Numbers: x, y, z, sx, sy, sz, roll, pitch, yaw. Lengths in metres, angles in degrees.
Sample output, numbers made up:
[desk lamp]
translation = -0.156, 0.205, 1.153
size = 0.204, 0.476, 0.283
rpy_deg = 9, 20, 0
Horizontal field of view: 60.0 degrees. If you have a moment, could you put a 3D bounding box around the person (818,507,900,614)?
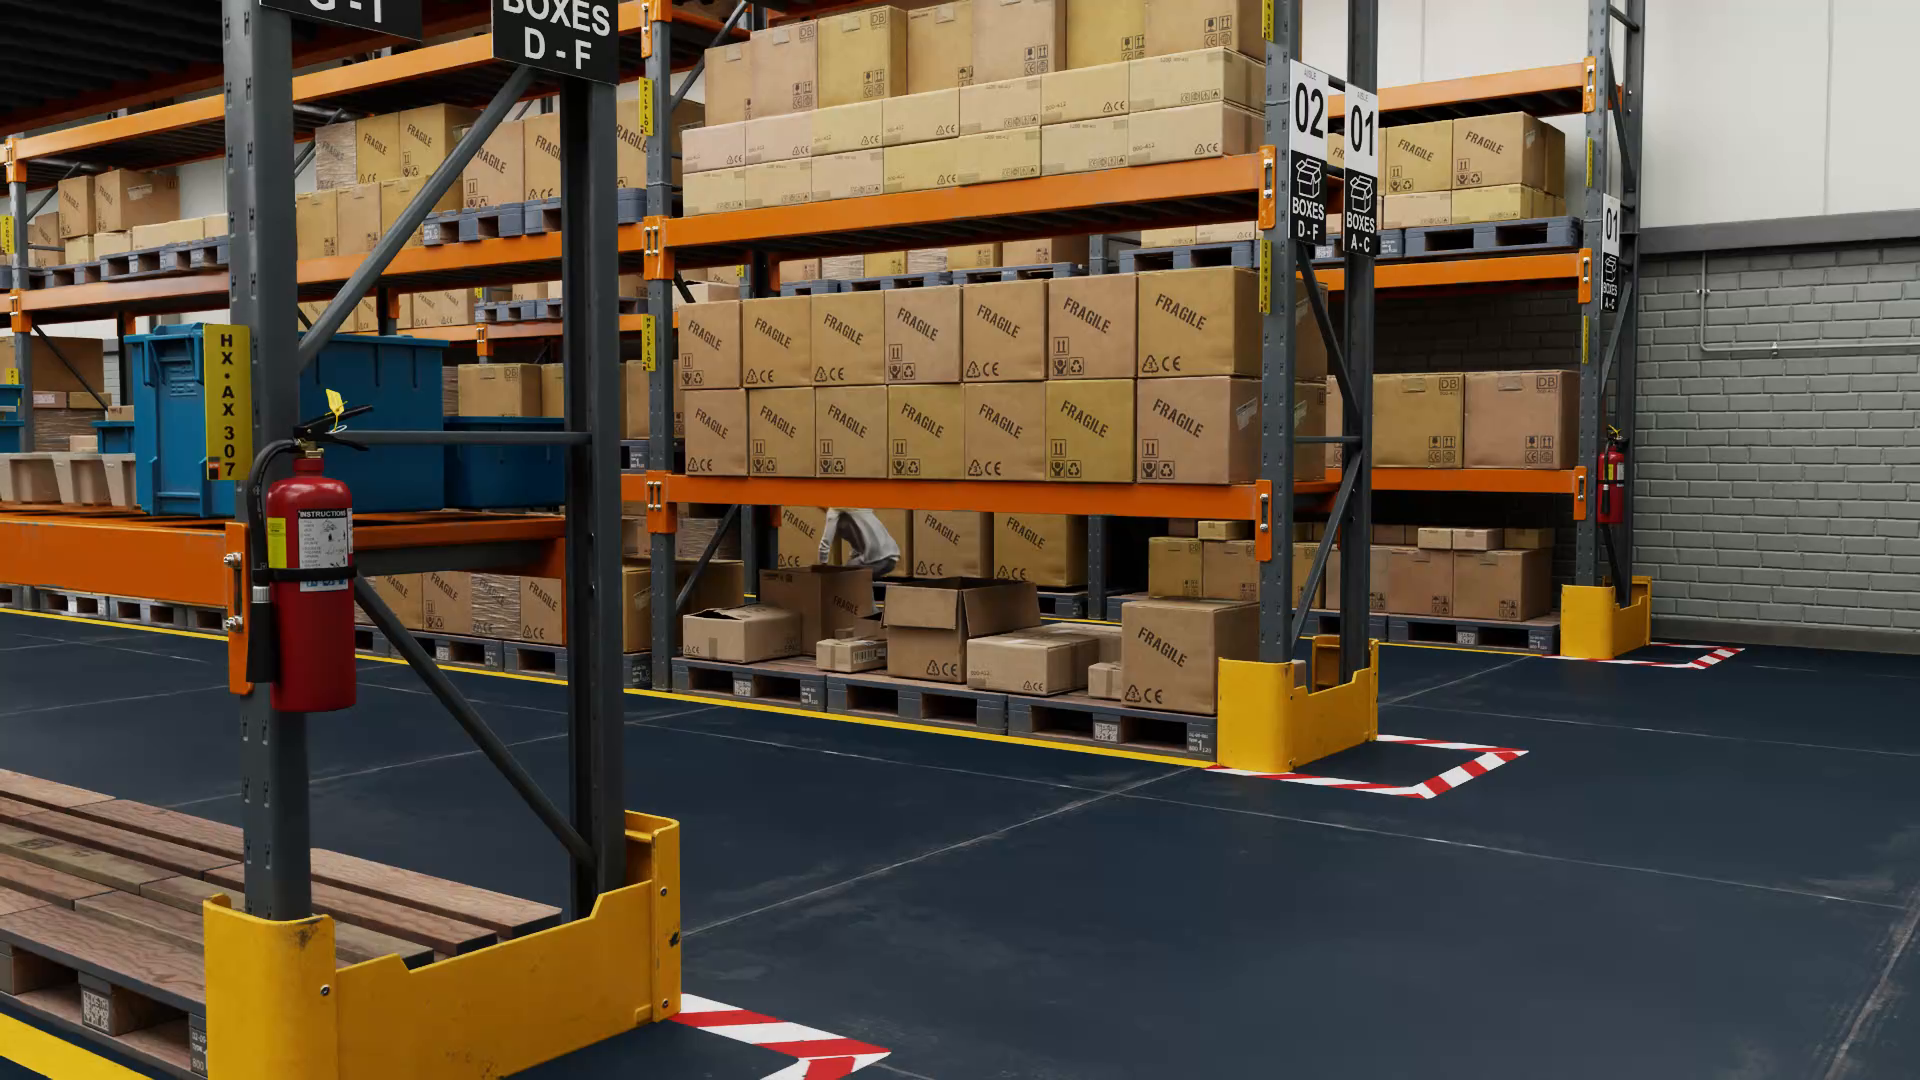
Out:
[person]
translation = -0.802, 0.168, 12.565
size = 0.714, 1.186, 0.461
rpy_deg = 2, 4, 36
